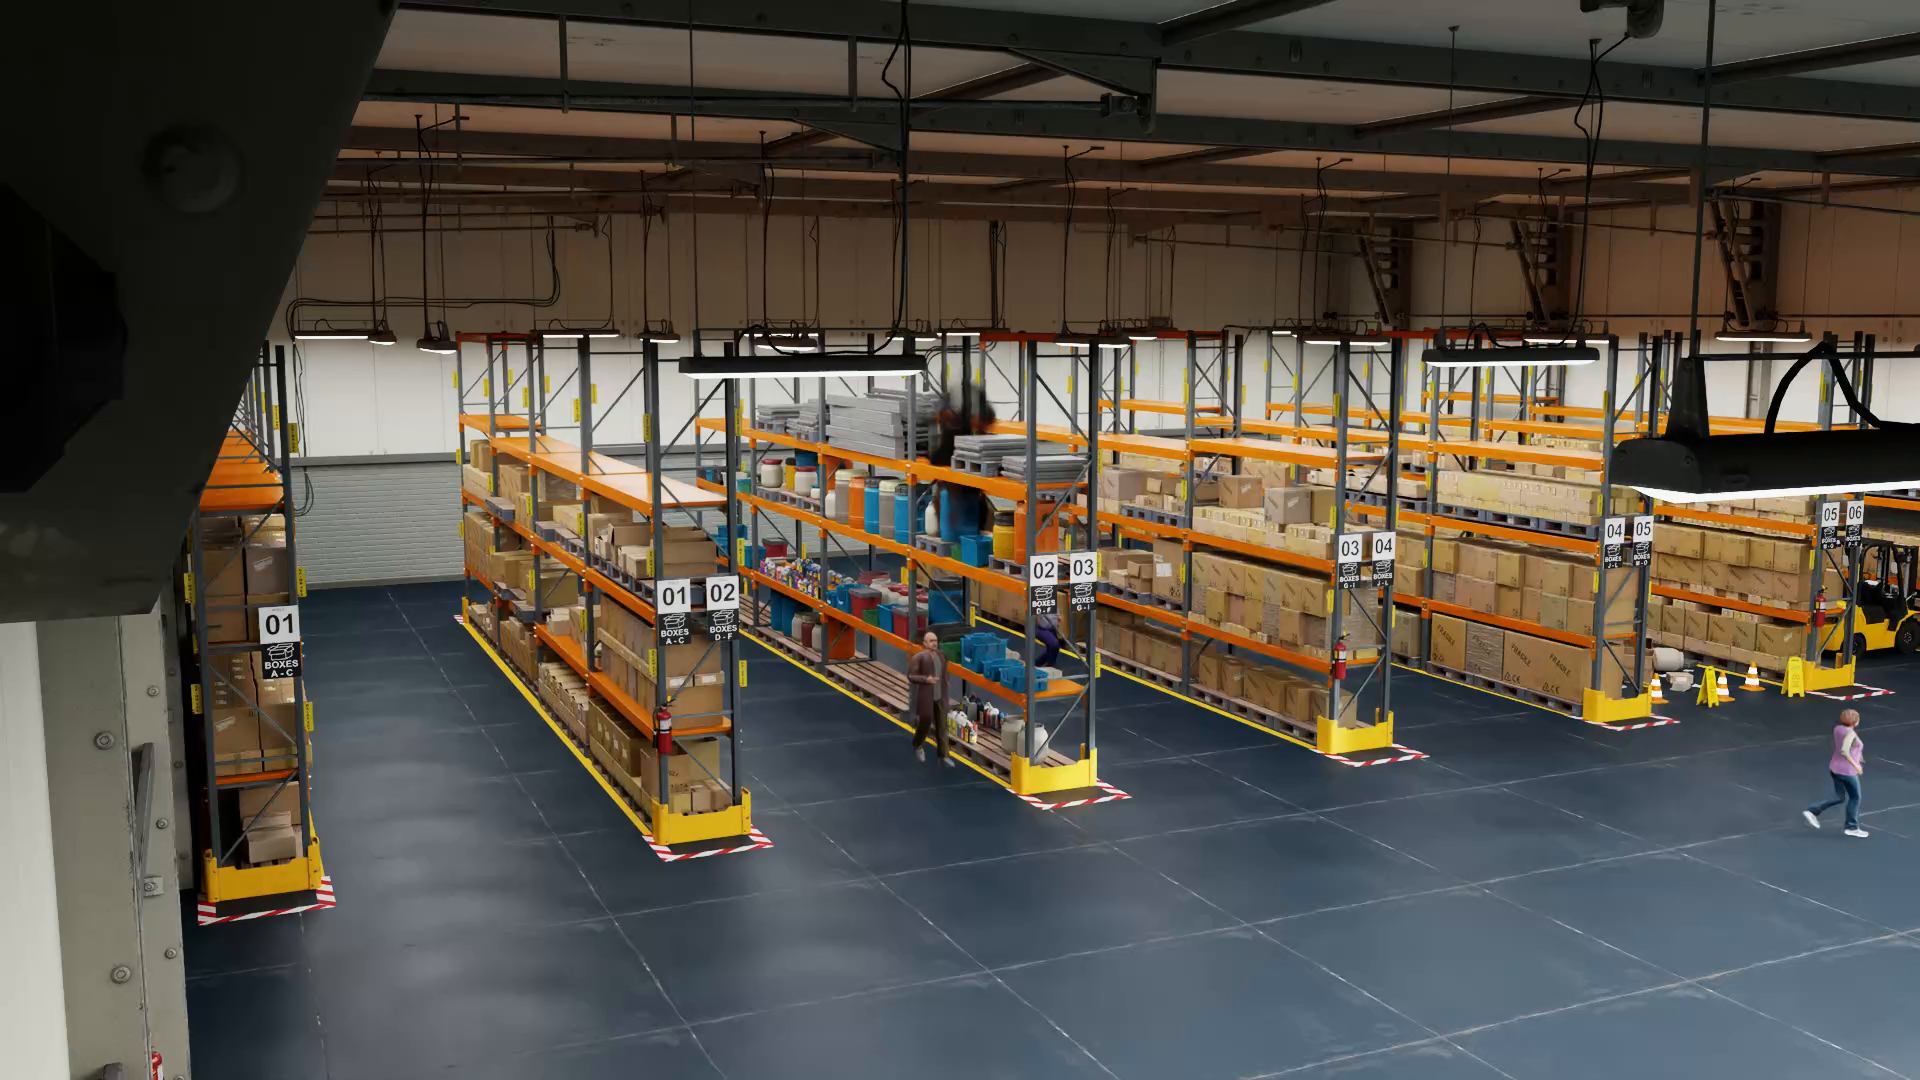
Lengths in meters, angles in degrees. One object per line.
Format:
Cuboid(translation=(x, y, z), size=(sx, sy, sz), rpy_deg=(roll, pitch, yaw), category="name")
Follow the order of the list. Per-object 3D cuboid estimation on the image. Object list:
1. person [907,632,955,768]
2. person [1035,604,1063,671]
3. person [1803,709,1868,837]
Cuboid(translation=(-0.361, 2.141, 22.337), size=(0.712, 1.804, 0.965), rpy_deg=(-4, 9, -28), category="person")
Cuboid(translation=(1.507, 1.624, 28.714), size=(0.608, 1.576, 0.917), rpy_deg=(-5, 9, -32), category="person")
Cuboid(translation=(10.715, 2.829, 20.223), size=(0.750, 1.586, 0.558), rpy_deg=(0, 8, 3), category="person")
